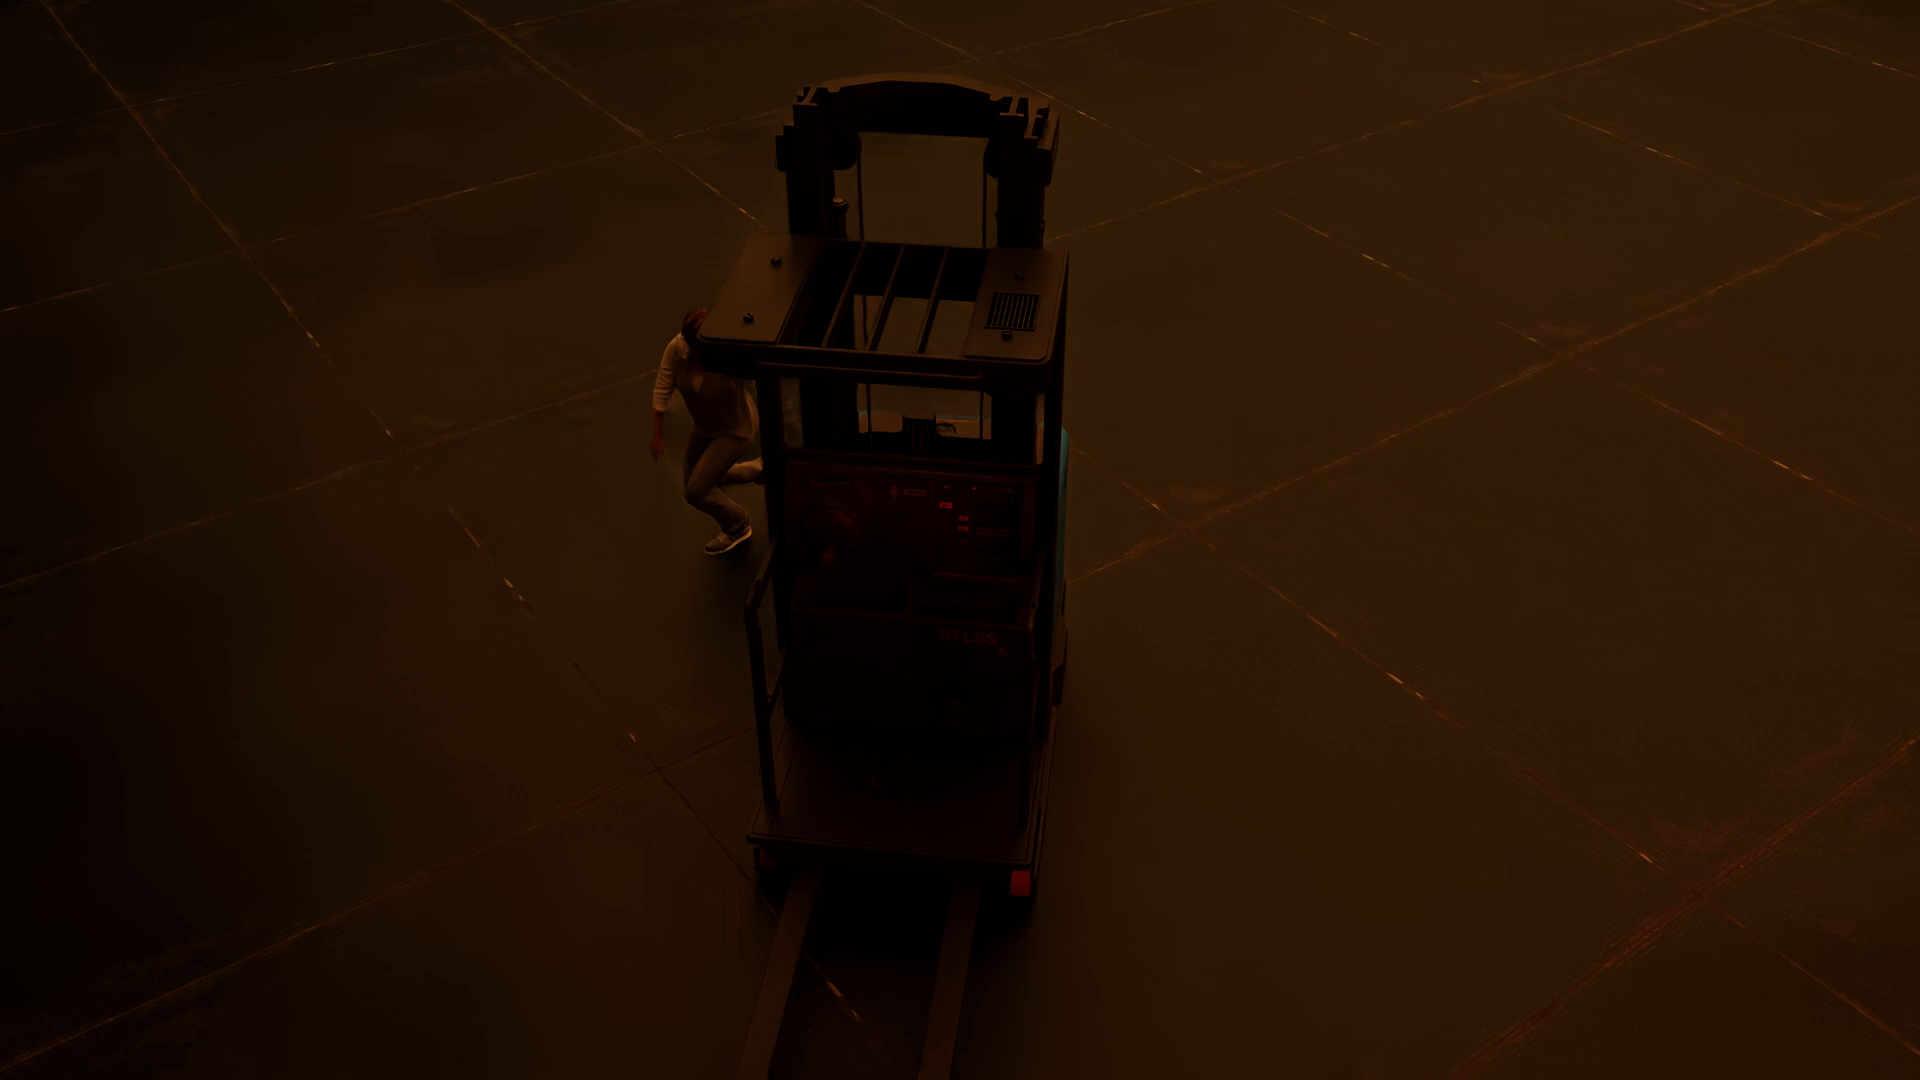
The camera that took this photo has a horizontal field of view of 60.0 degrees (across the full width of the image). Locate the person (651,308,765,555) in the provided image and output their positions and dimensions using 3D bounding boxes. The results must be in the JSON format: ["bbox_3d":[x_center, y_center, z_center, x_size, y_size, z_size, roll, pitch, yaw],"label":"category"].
[{"bbox_3d":[-1.091,-0.560,8.036,0.575,1.384,0.643,25,43,30],"label":"person"}]

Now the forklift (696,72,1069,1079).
[{"bbox_3d":[-0.213,-0.006,5.953,1.130,2.935,3.031,5,37,6],"label":"forklift"}]
